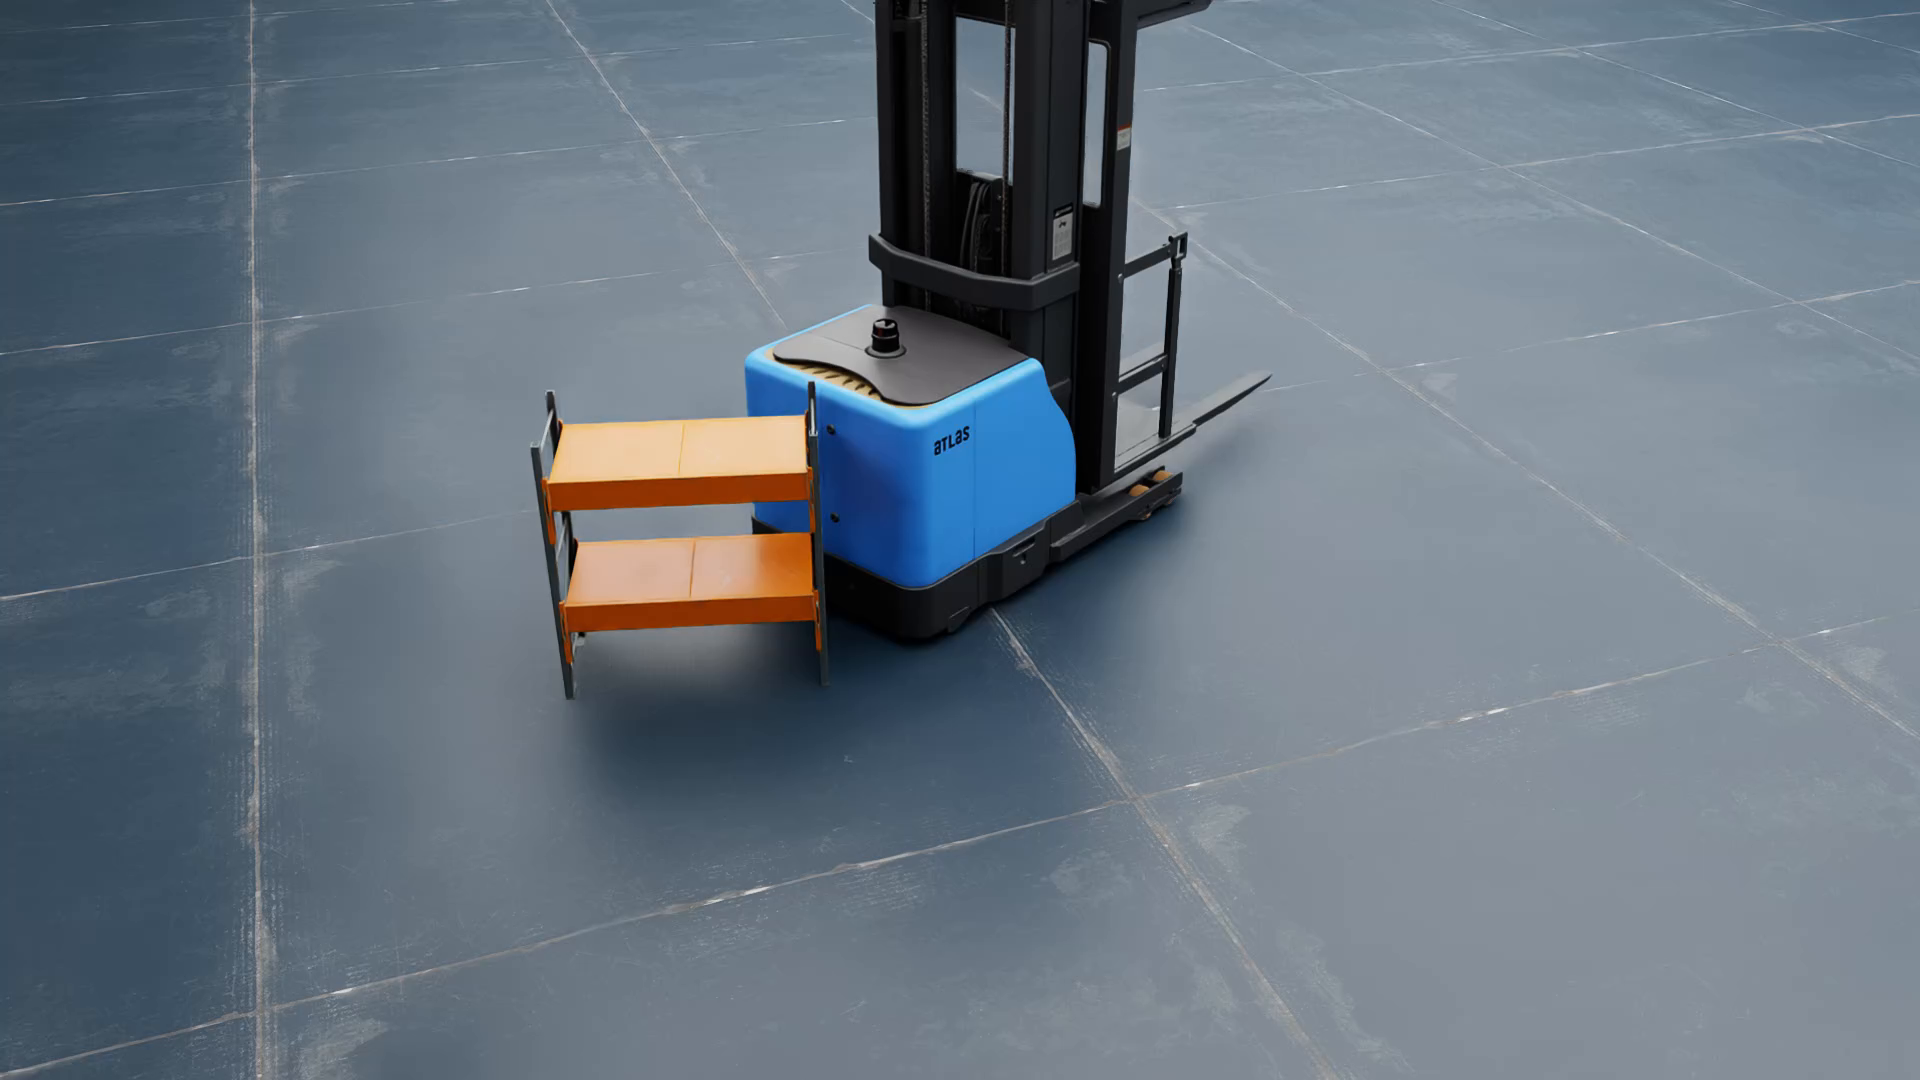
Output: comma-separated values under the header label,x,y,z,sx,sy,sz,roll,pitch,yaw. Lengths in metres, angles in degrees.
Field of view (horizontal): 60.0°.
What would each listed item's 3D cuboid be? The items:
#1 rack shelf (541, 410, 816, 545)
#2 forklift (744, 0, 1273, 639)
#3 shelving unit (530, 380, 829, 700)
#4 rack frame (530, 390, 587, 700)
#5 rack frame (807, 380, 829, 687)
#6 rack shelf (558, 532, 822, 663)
label,x,y,z,sx,sy,sz,roll,pitch,yaw
rack shelf,-1.072,-0.251,6.464,1.000,0.278,0.538,-3,30,-5
forklift,0.424,-1.515,7.449,1.130,2.935,3.031,23,37,35
shelving unit,-1.072,0.003,6.609,1.048,1.125,0.538,-3,30,-5
rack frame,-1.578,0.026,6.568,0.032,1.125,0.500,-3,30,-5
rack frame,-0.566,-0.021,6.650,0.032,1.125,0.500,-3,30,-5
rack shelf,-1.072,0.215,6.730,1.000,0.278,0.538,-3,30,-5
